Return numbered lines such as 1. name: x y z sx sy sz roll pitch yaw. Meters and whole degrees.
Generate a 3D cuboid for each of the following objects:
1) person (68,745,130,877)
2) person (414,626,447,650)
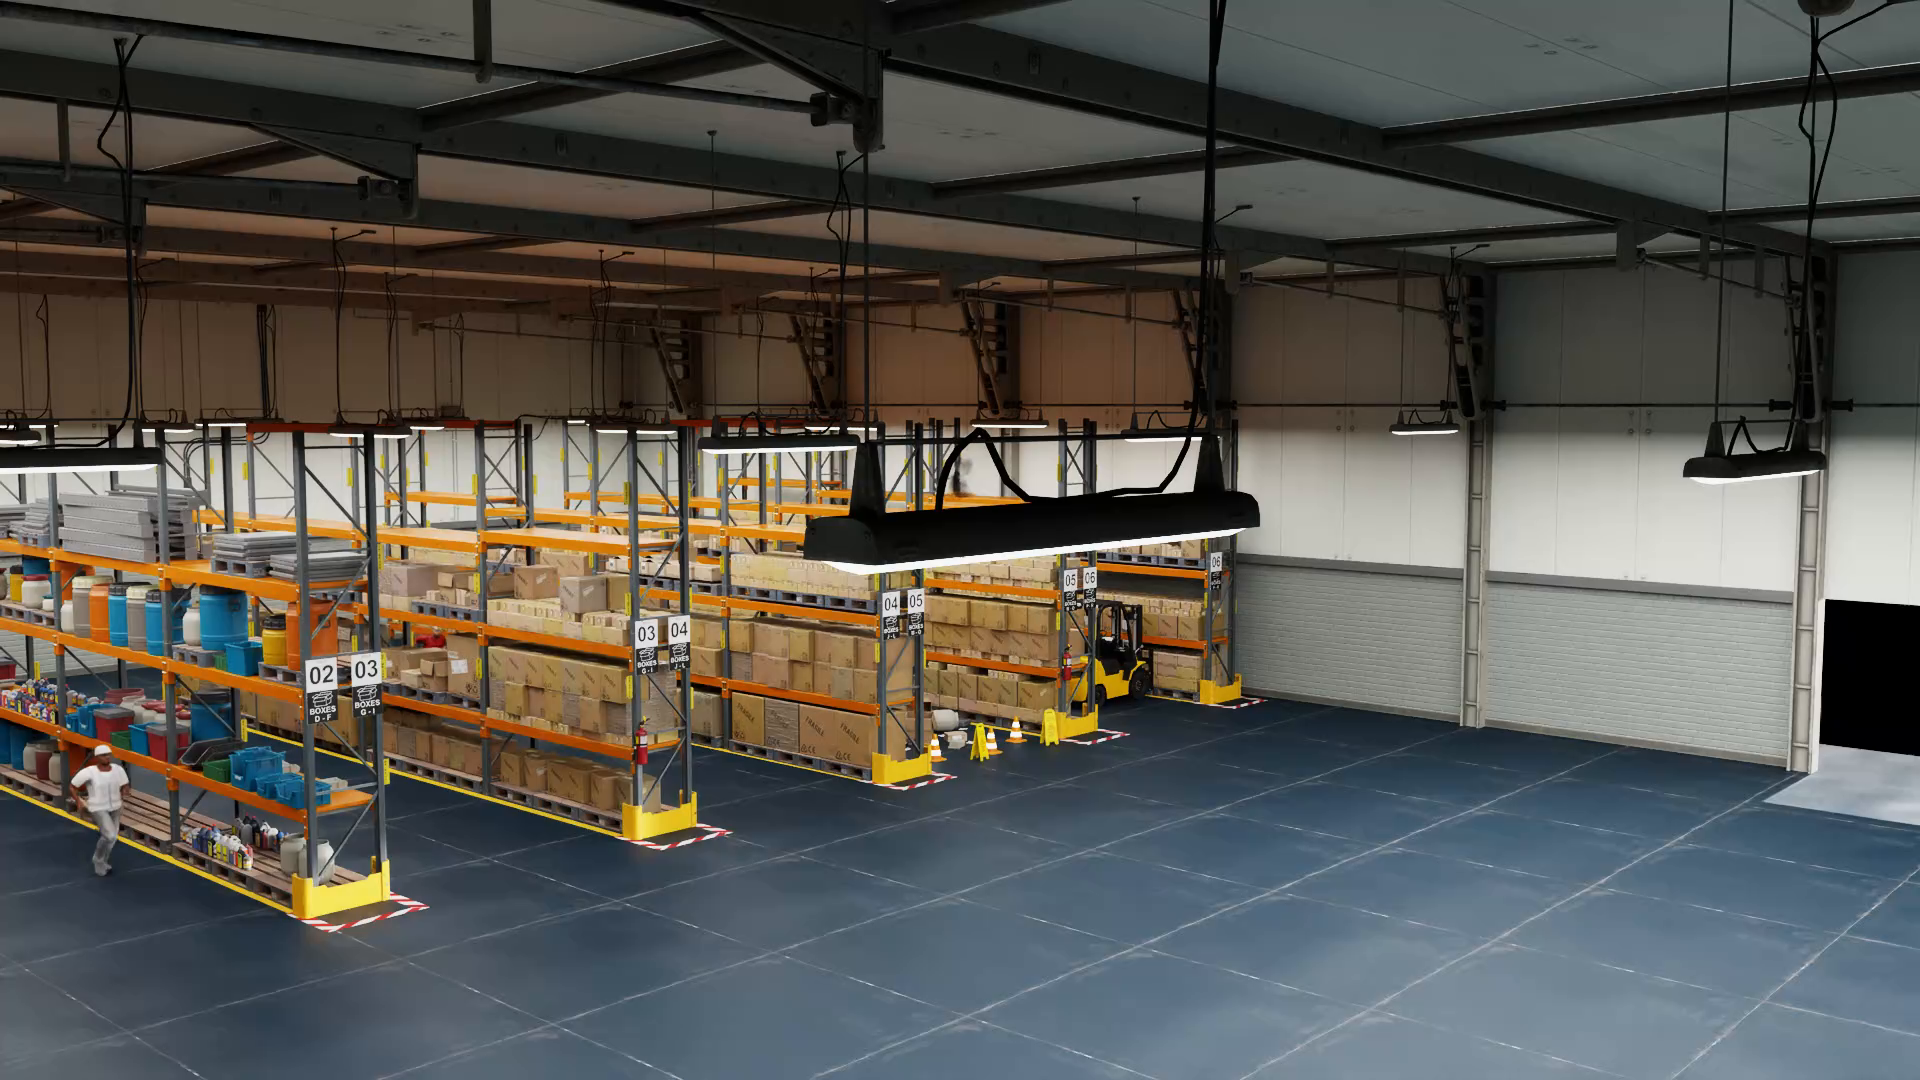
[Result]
1. person: -11.462 3.628 22.319 0.688 1.757 0.675 3 5 32
2. person: -11.267 2.644 35.255 0.973 1.752 0.681 4 6 40
